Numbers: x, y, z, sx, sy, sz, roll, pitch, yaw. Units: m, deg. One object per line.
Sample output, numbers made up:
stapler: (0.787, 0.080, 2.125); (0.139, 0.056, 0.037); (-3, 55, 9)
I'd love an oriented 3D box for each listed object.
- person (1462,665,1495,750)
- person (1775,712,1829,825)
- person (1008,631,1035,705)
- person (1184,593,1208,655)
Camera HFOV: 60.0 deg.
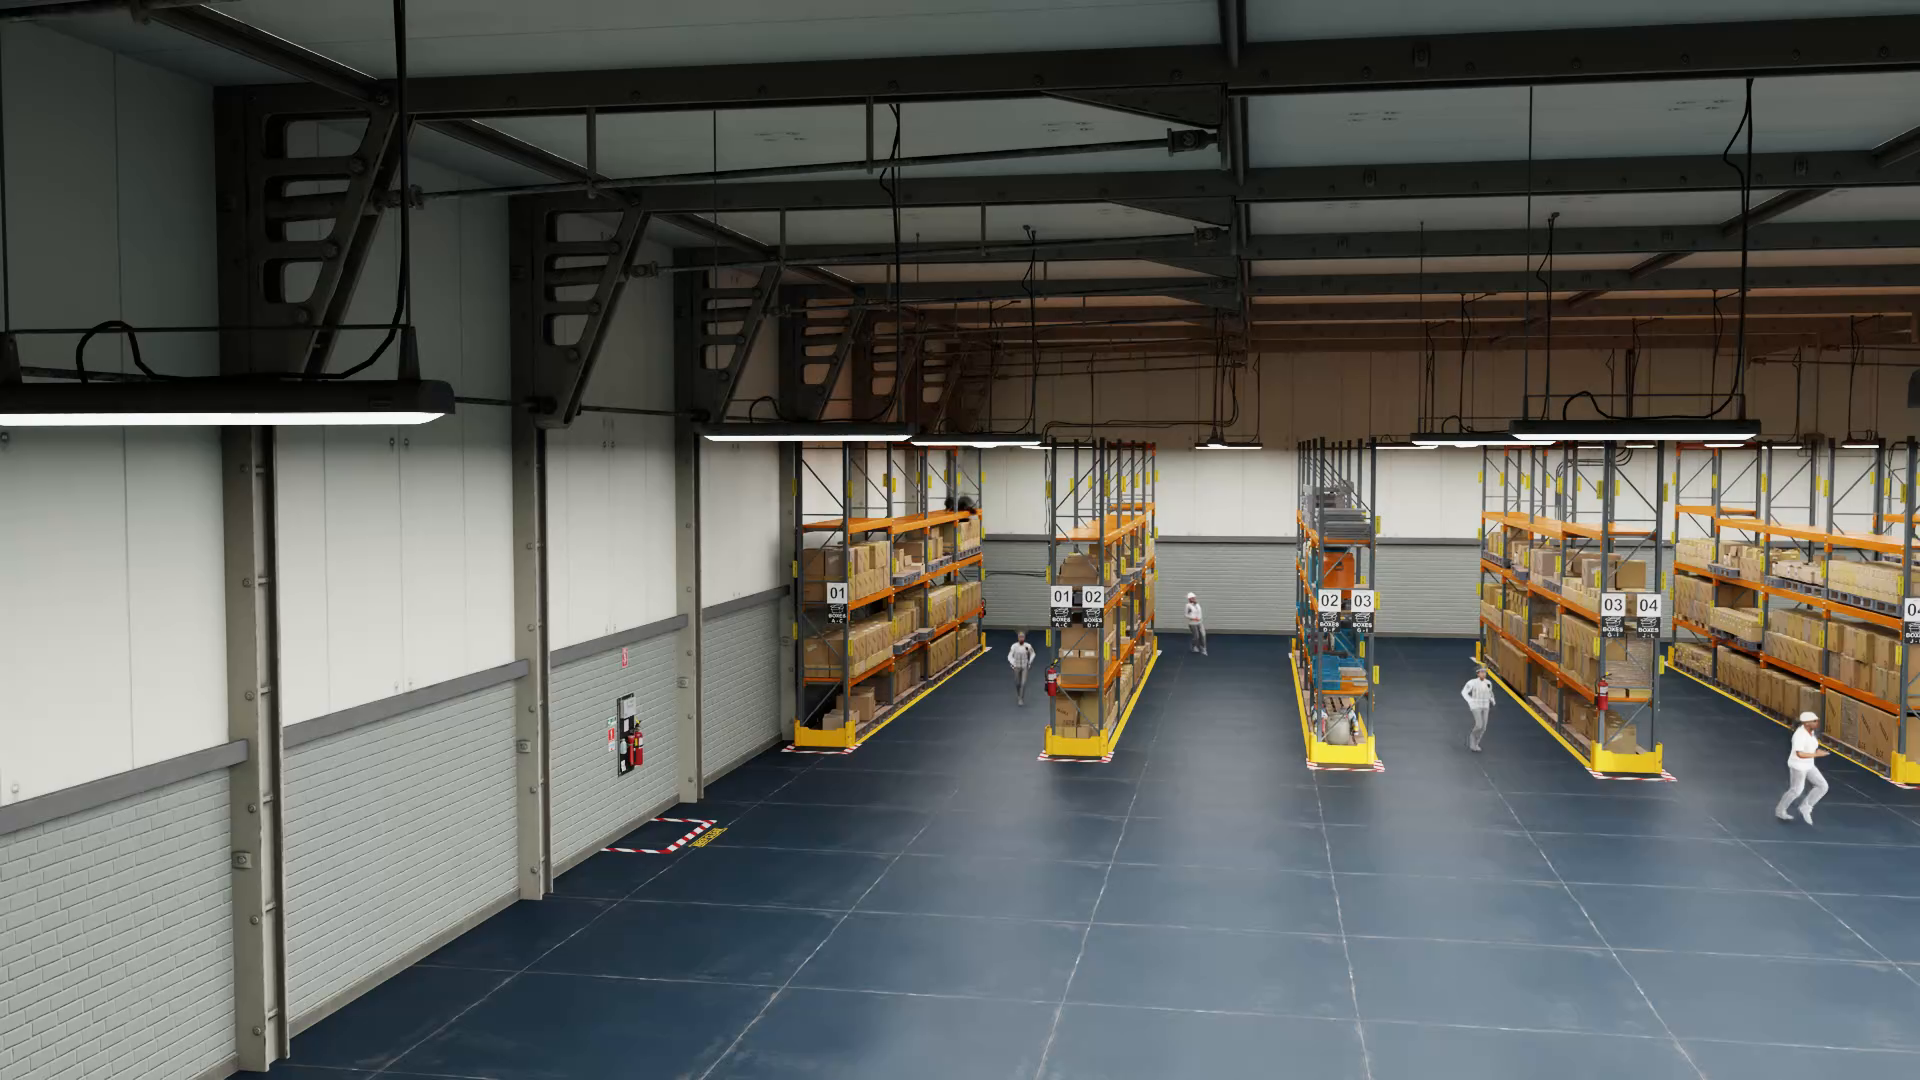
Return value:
person: (9.932, 3.204, 31.700); (0.588, 1.653, 0.585); (-1, 3, -11)
person: (12.935, 3.491, 25.504); (0.733, 1.741, 0.801); (-3, 4, -42)
person: (1.408, 2.905, 37.937); (0.625, 1.682, 0.661); (0, 3, 3)
person: (6.622, 2.378, 47.029); (0.657, 1.774, 0.740); (-2, 3, -30)
